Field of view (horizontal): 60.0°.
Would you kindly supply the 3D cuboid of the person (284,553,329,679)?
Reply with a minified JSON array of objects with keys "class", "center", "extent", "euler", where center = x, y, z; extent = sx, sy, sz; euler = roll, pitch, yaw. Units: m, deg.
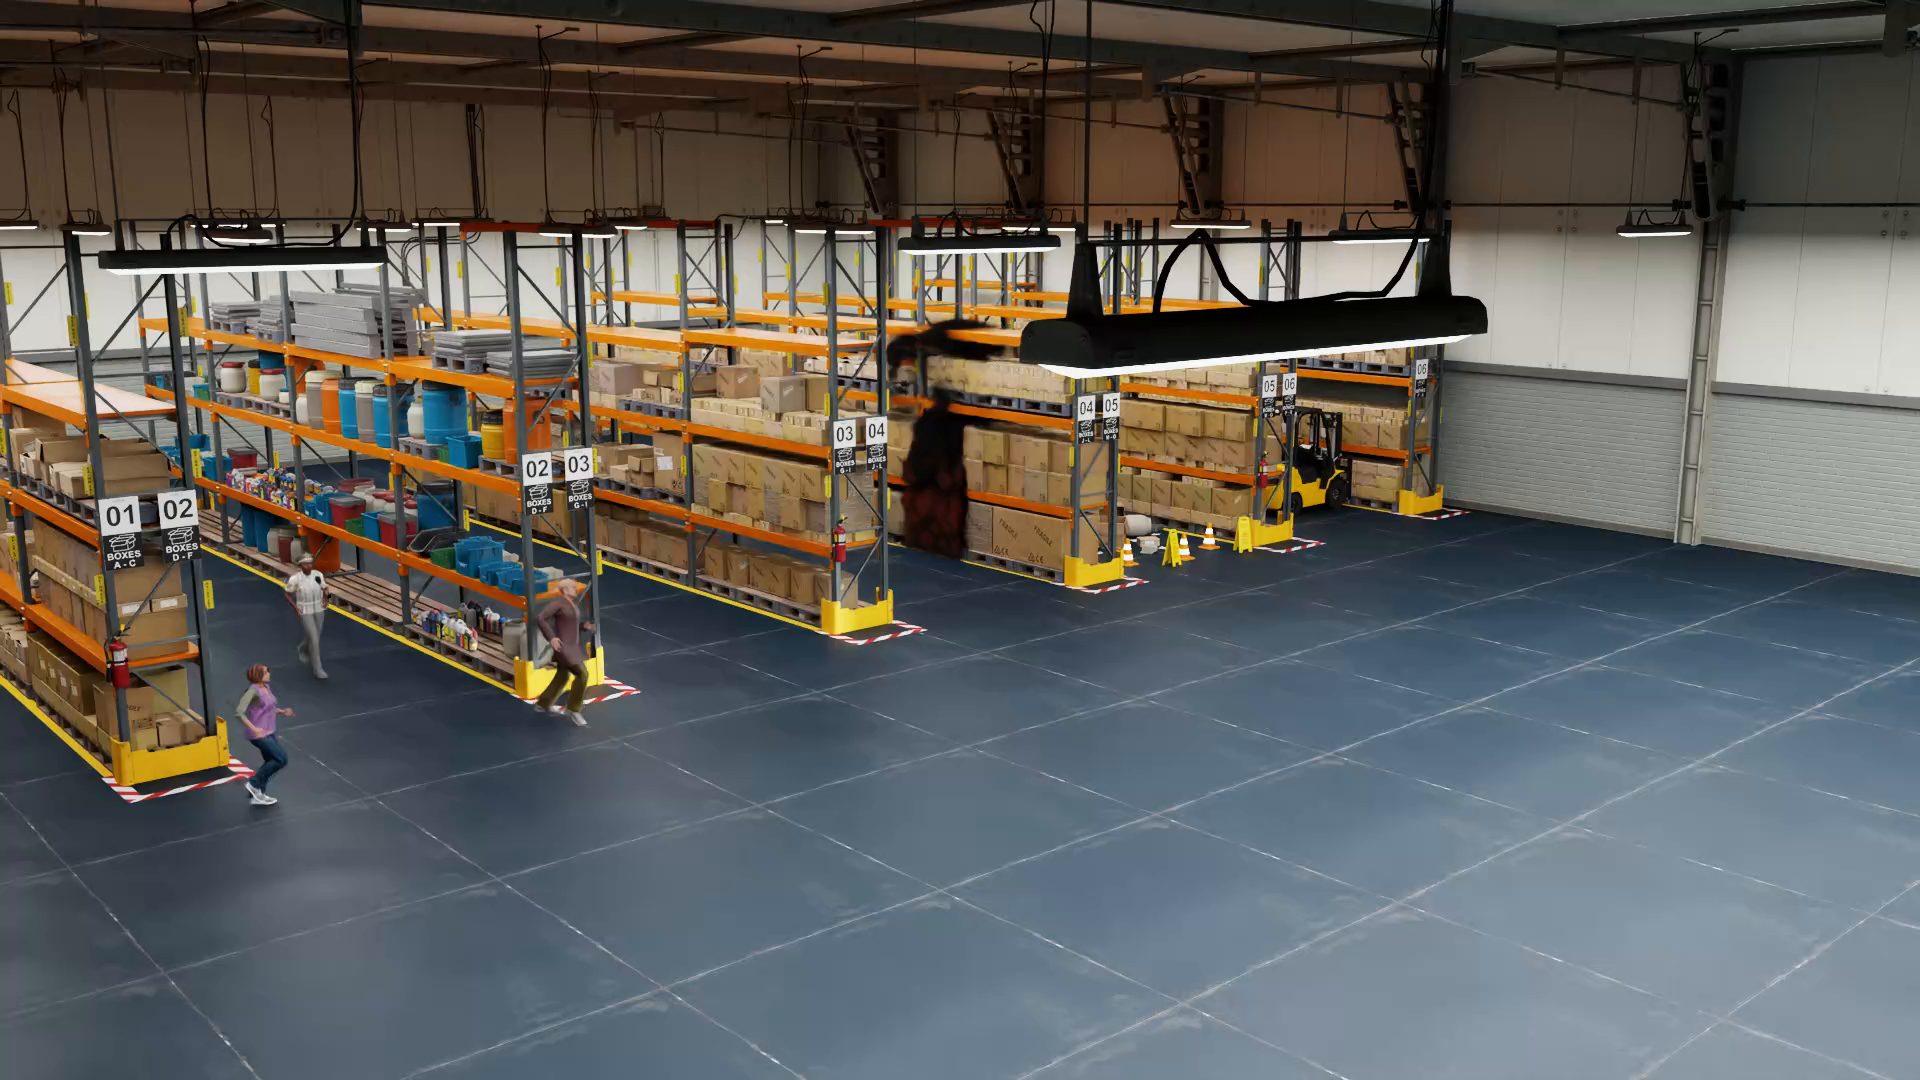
[{"class":"person","center":[-8.850,0.981,22.622],"extent":[0.859,1.696,0.573],"euler":[10,15,42]}]

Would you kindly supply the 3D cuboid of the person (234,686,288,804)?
[{"class":"person","center":[-7.404,2.180,17.730],"extent":[0.454,1.324,0.560],"euler":[-1,12,-7]}]

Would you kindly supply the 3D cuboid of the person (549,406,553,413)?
[{"class":"person","center":[-9.916,-2.403,39.503],"extent":[0.784,1.713,0.831],"euler":[5,12,22]}]

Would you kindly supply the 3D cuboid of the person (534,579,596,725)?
[{"class":"person","center":[-4.917,1.385,20.699],"extent":[0.822,1.823,0.692],"euler":[1,11,6]}]
